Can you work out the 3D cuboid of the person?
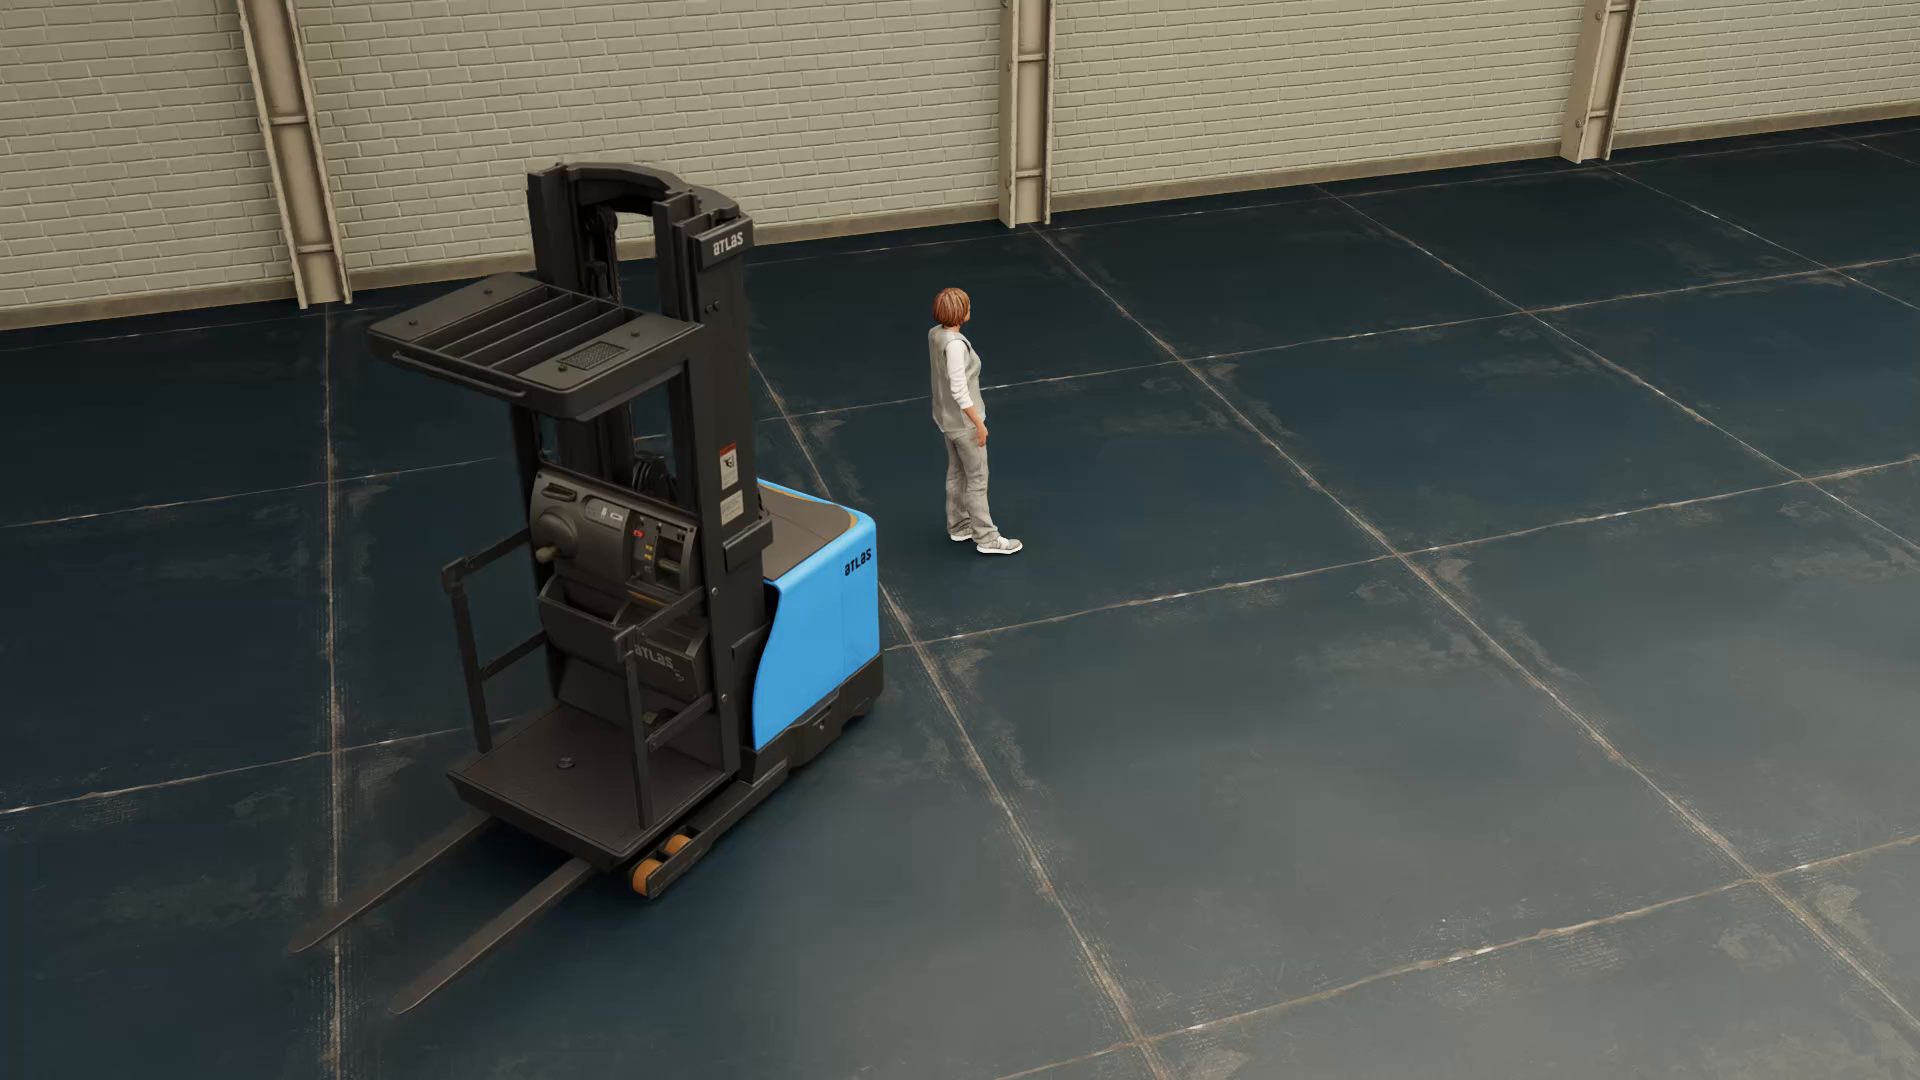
[{"bbox_3d":[0.074,-0.703,9.633,0.475,1.596,0.521,-10,31,-16],"label":"person"}]

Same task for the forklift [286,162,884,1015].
[{"bbox_3d":[-1.619,0.028,7.038,1.130,2.935,3.031,18,34,28],"label":"forklift"}]
